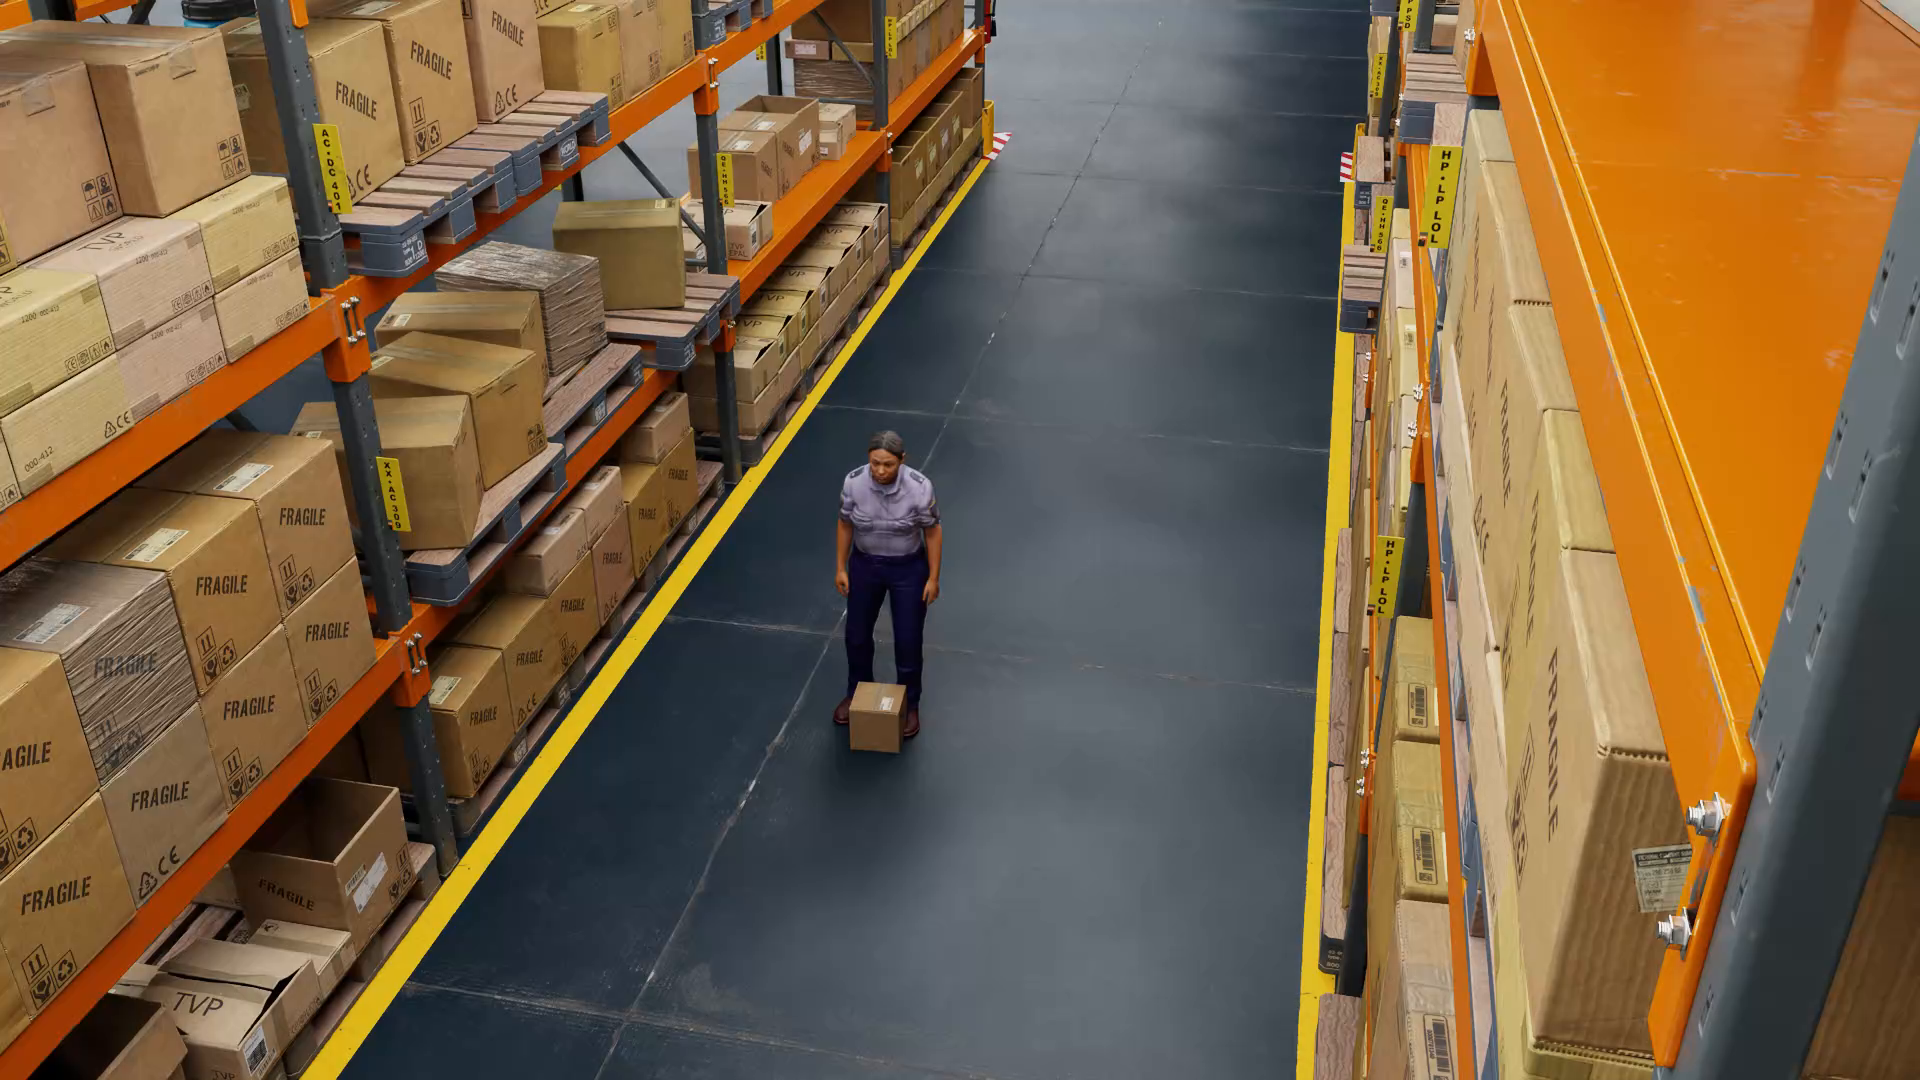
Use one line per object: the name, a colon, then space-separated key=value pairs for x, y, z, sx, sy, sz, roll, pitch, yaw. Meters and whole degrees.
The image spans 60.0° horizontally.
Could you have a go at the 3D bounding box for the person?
person: x=-0.371 y=0.187 z=8.282 sx=0.554 sy=1.652 sz=0.416 roll=5 pitch=29 yaw=9
